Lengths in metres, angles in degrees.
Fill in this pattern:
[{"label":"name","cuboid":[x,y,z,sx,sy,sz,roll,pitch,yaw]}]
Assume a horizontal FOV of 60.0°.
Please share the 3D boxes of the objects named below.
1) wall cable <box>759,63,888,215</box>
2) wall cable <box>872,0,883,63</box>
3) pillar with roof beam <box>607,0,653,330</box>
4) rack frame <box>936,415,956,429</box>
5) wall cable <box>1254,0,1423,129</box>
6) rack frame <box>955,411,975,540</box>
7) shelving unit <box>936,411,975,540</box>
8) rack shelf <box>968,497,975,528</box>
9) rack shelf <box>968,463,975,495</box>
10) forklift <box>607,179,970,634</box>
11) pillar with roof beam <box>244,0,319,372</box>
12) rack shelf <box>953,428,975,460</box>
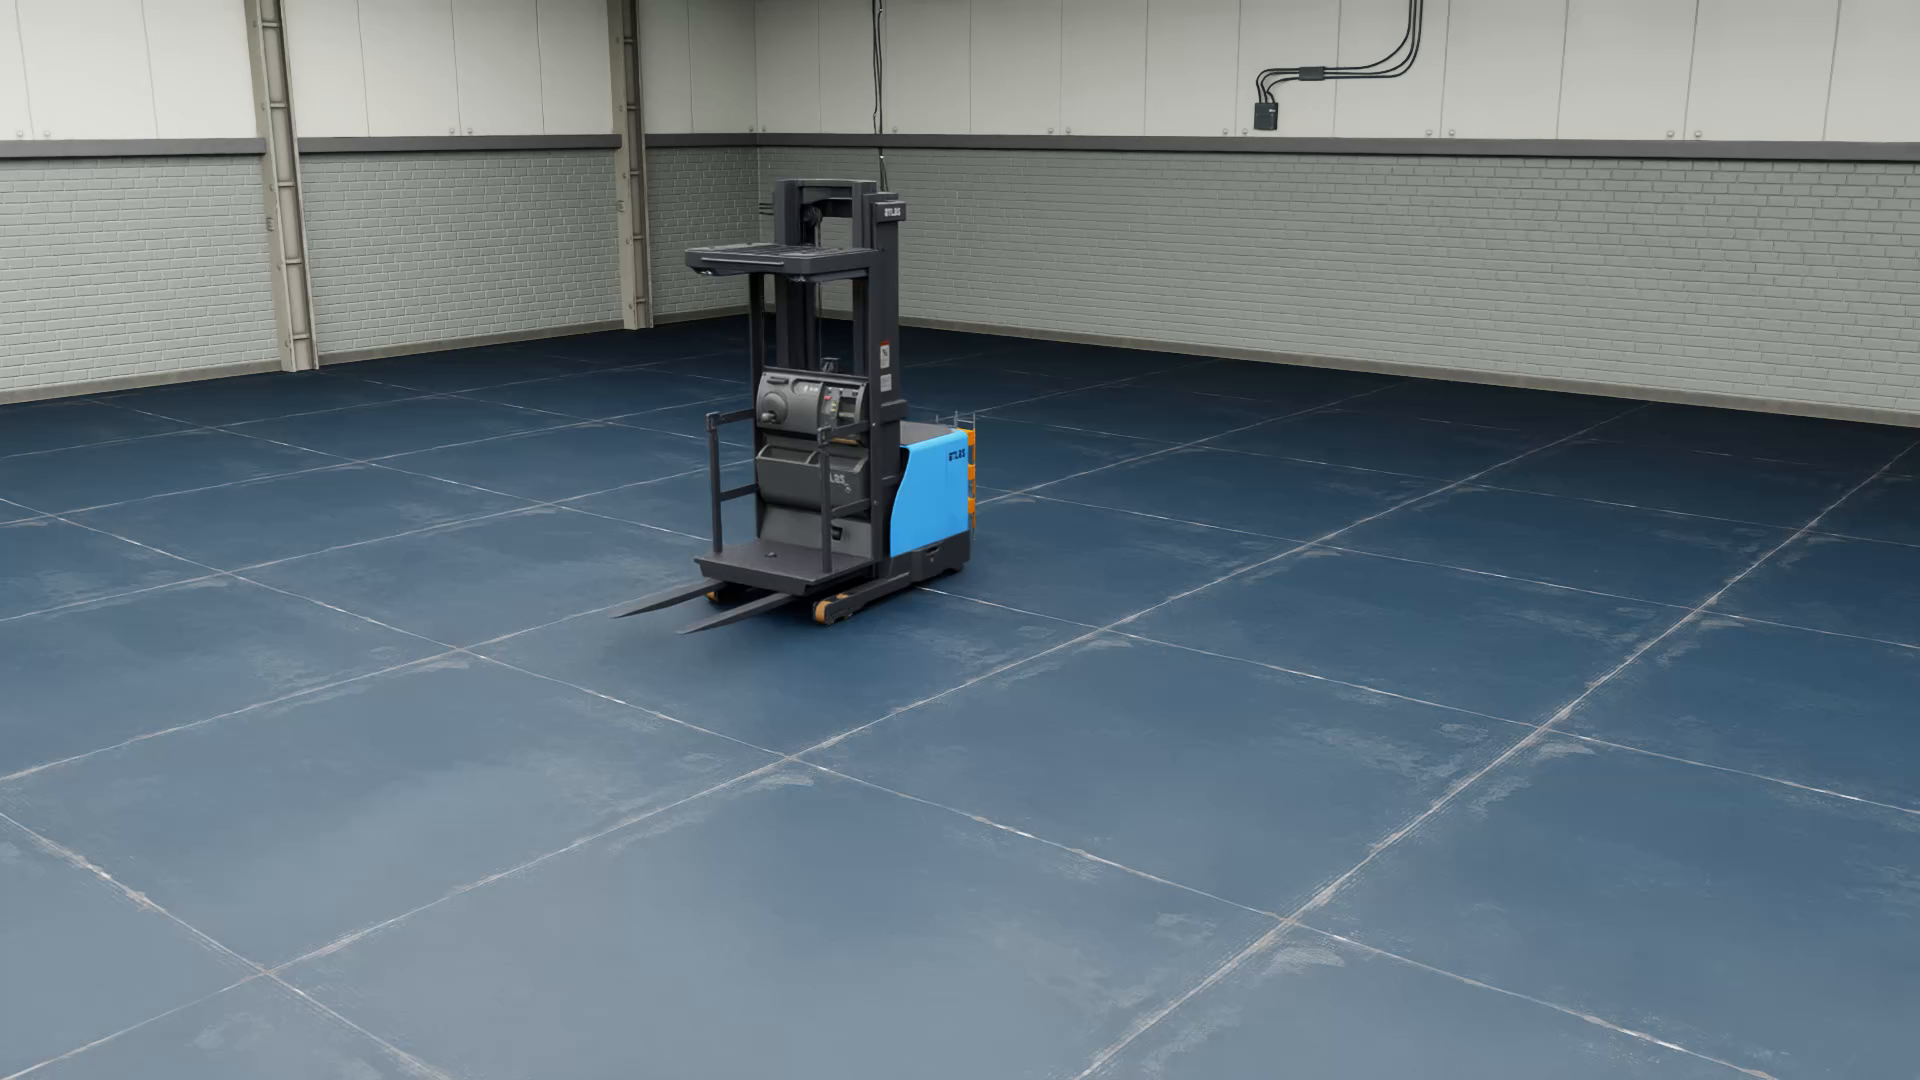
[{"label":"wall cable","cuboid":[-2.415,-6.708,28.060,3.097,2.526,0.112,11,18,38]},{"label":"wall cable","cuboid":[-0.311,-8.737,25.790,3.097,2.526,0.112,11,18,38]},{"label":"pillar with roof beam","cuboid":[-1.946,-7.188,23.640,9.100,9.000,0.400,11,18,38]},{"label":"rack frame","cuboid":[-0.110,-0.475,13.361,0.200,1.050,0.008,11,18,38]},{"label":"wall cable","cuboid":[4.959,-8.389,21.464,2.305,6.003,0.169,11,18,38]},{"label":"rack frame","cuboid":[0.043,-0.522,13.545,0.200,1.050,0.008,11,18,38]},{"label":"shelving unit","cuboid":[-0.034,-0.499,13.453,0.215,1.050,0.252,11,18,38]},{"label":"rack shelf","cuboid":[-0.034,-0.219,13.524,0.215,0.259,0.240,11,18,38]},{"label":"rack shelf","cuboid":[-0.034,-0.488,13.456,0.215,0.259,0.240,11,18,38]},{"label":"forklift","cuboid":[-1.165,-0.974,11.504,1.130,2.935,3.031,9,17,33]},{"label":"pillar with roof beam","cuboid":[-5.717,-6.039,19.117,9.100,9.000,0.400,11,18,38]},{"label":"rack shelf","cuboid":[-0.034,-0.763,13.386,0.215,0.259,0.240,11,18,38]}]
